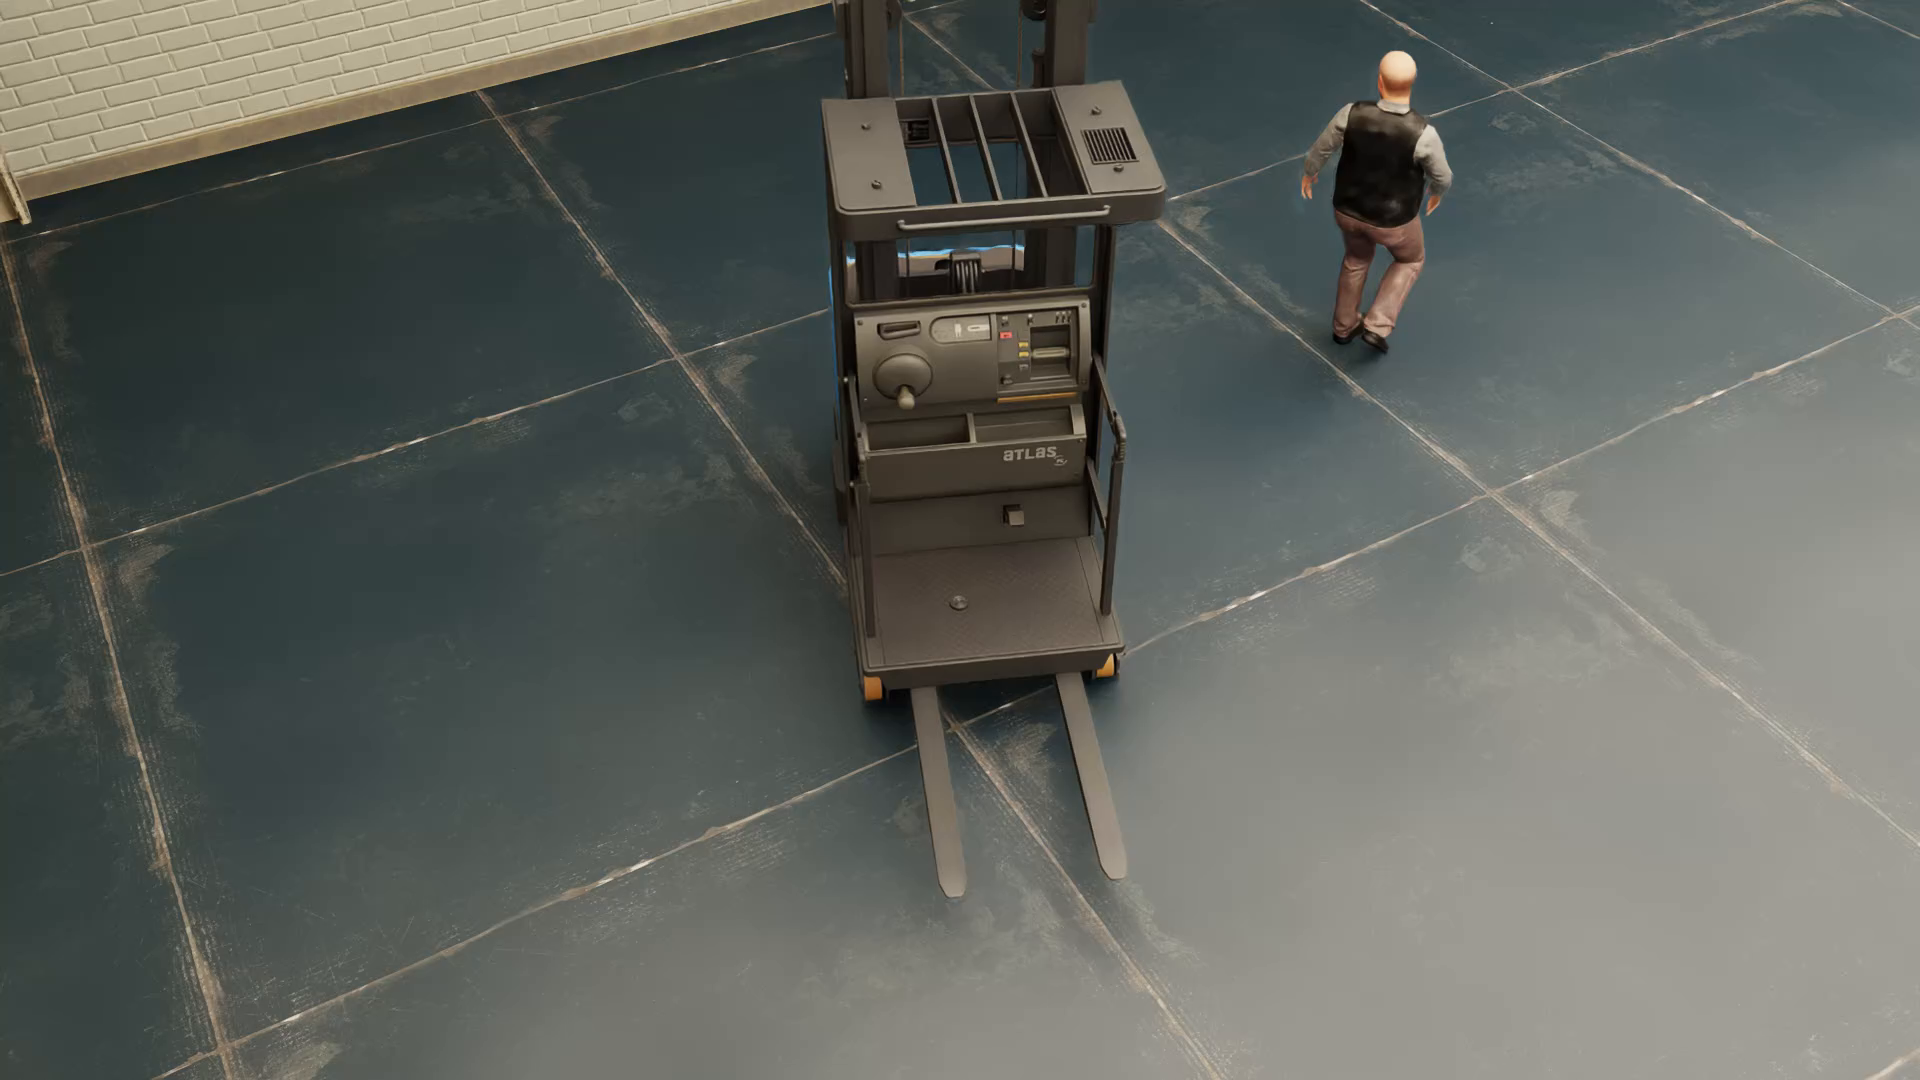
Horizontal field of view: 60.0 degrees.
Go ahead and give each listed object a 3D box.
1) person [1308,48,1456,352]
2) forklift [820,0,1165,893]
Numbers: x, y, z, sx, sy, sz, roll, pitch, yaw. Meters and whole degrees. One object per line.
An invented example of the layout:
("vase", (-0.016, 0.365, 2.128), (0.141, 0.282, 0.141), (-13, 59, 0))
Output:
("person", (2.119, -1.728, 8.485), (0.782, 1.702, 0.489), (29, 50, 28))
("forklift", (0.081, -0.663, 6.413), (1.130, 2.935, 3.031), (-5, 43, -6))
